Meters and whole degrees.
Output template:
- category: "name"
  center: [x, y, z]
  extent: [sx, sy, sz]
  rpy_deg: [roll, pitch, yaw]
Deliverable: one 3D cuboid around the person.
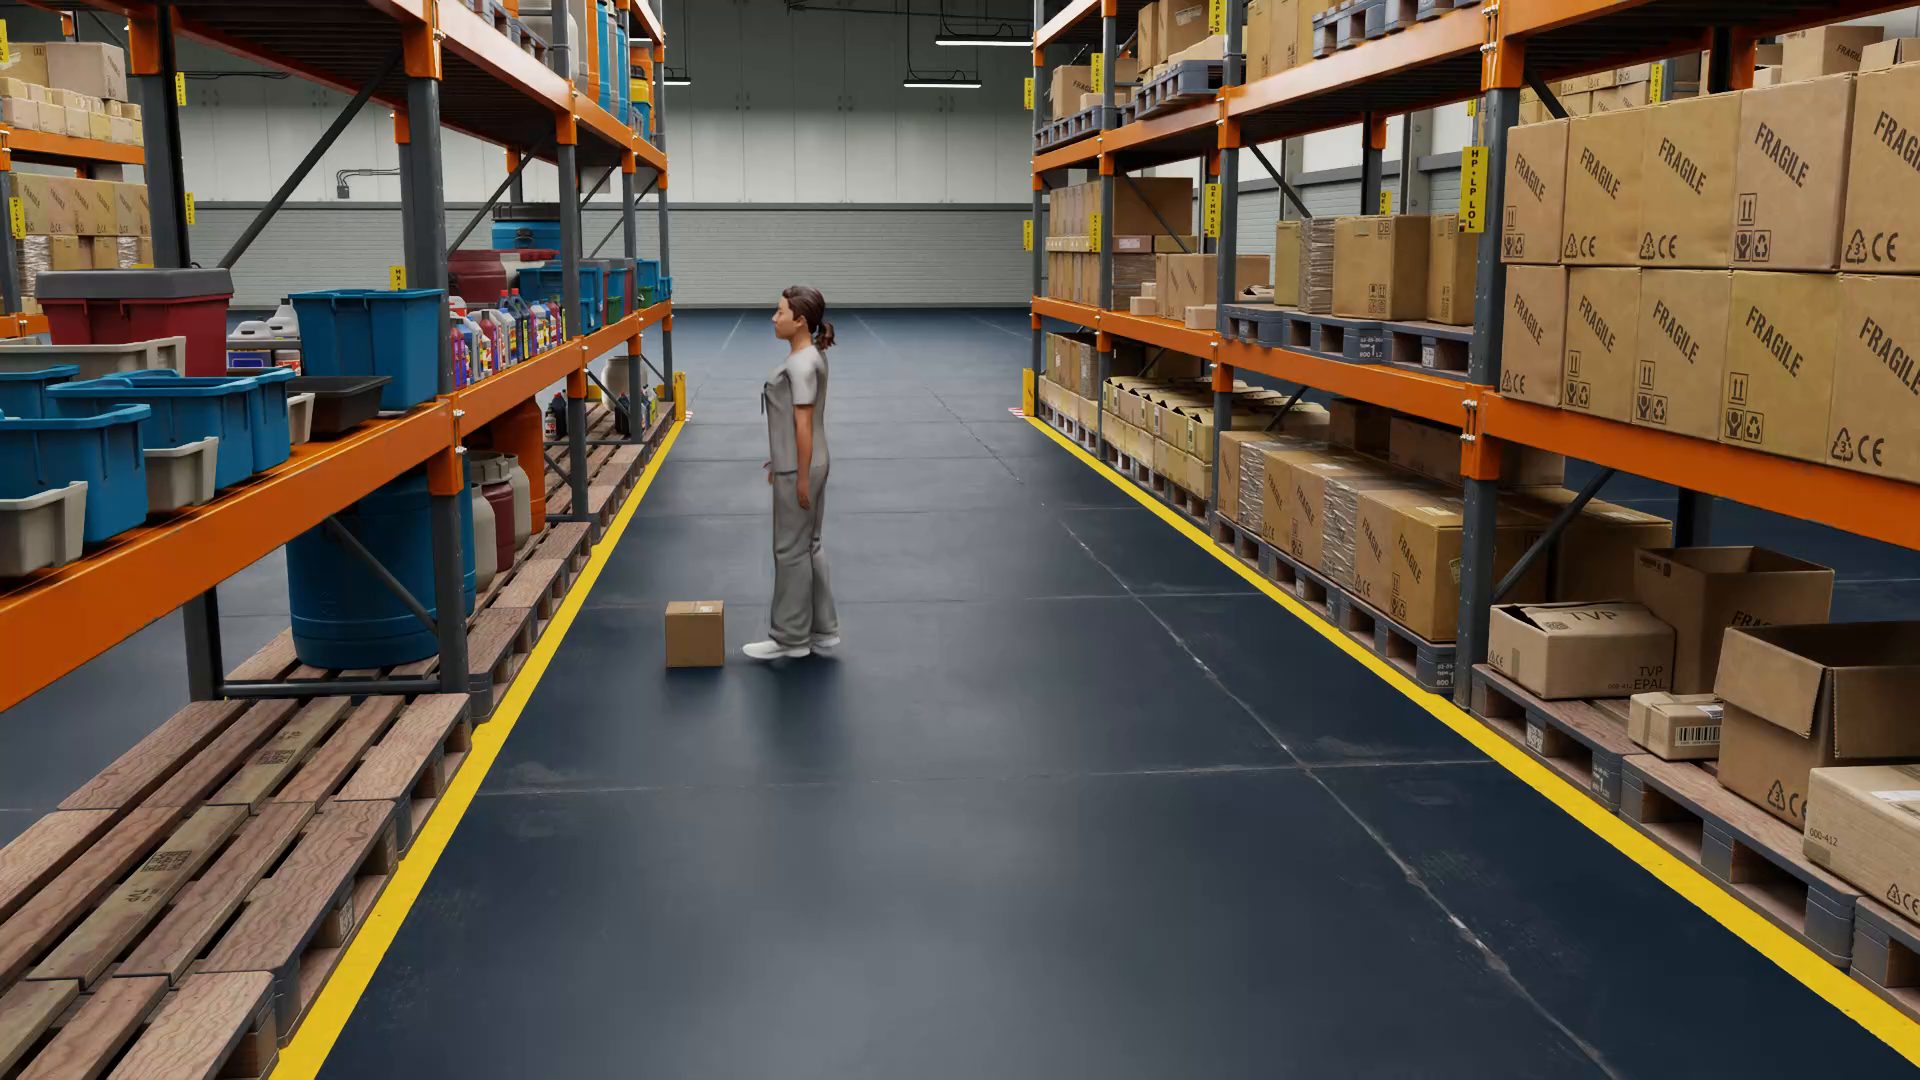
- category: "person"
  center: [-0.764, -0.302, 7.516]
  extent: [0.449, 1.683, 0.509]
  rpy_deg: [0, 10, 1]
